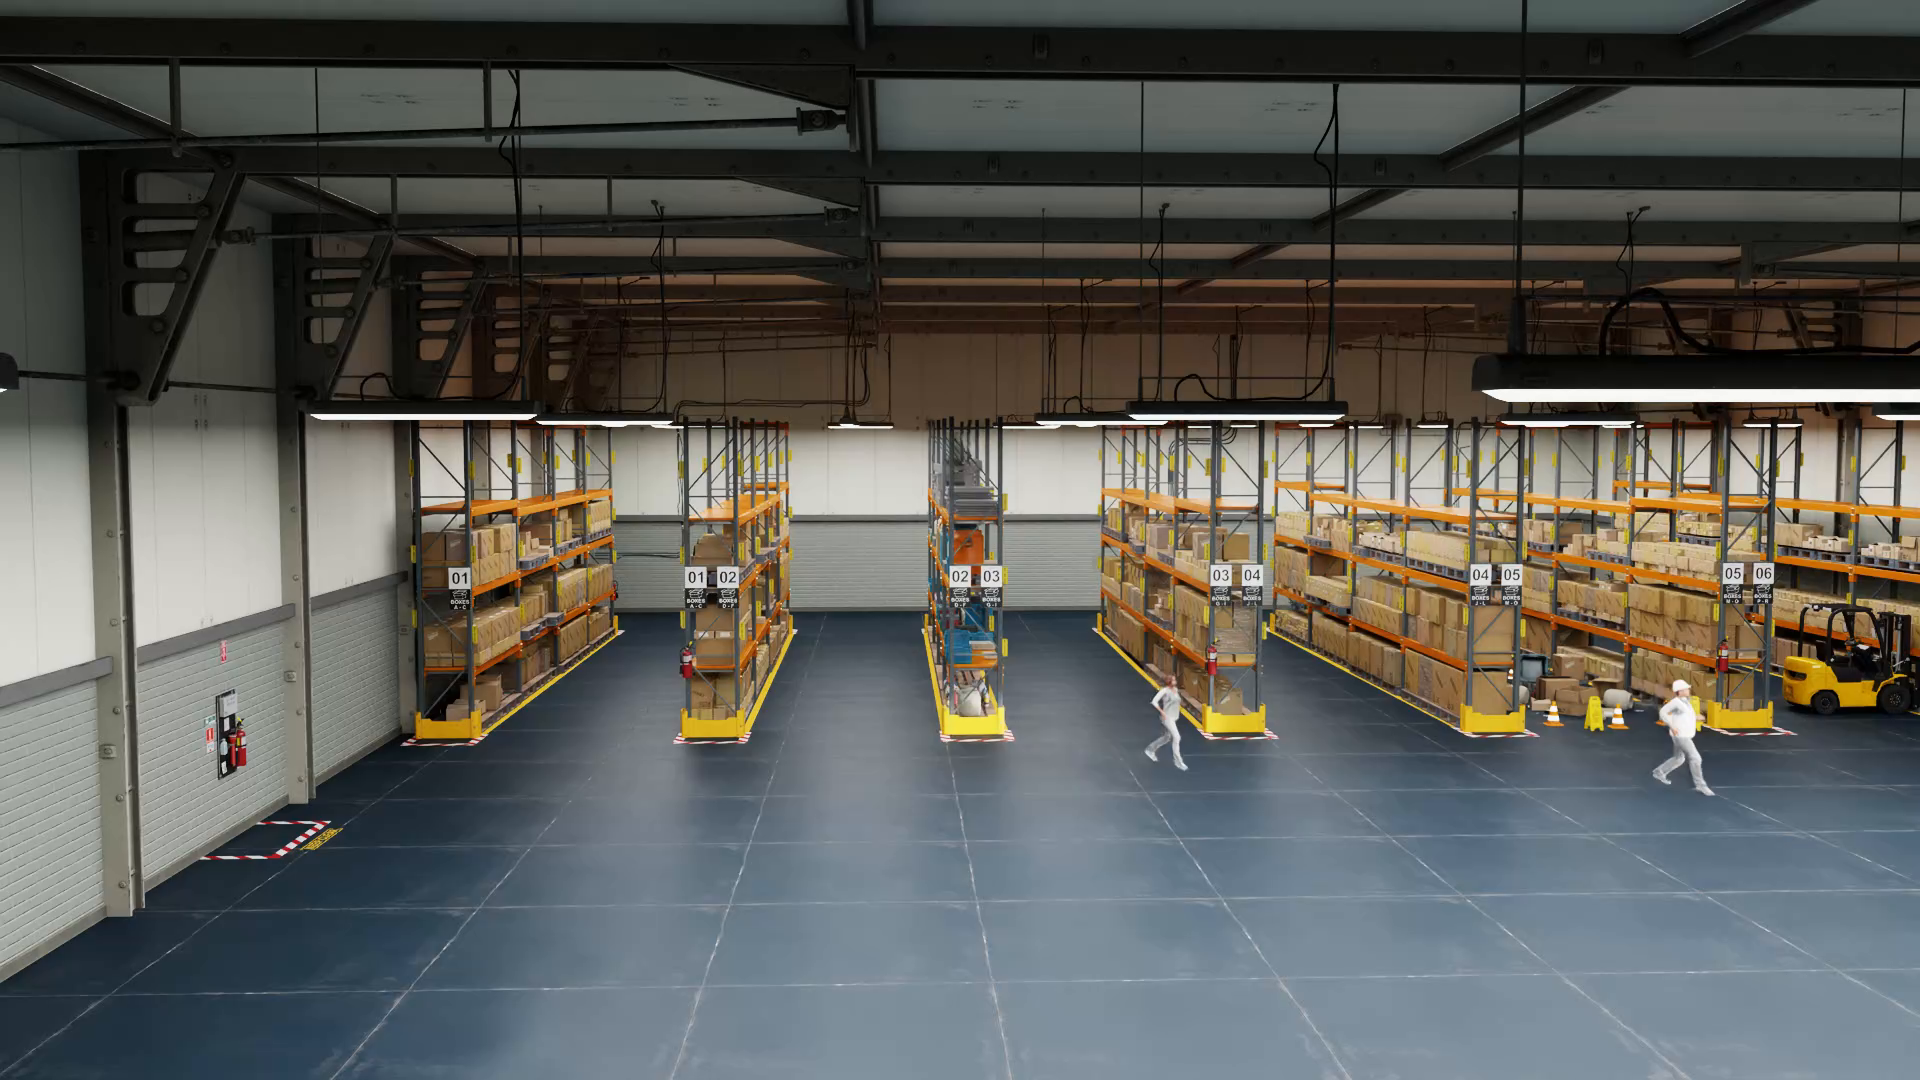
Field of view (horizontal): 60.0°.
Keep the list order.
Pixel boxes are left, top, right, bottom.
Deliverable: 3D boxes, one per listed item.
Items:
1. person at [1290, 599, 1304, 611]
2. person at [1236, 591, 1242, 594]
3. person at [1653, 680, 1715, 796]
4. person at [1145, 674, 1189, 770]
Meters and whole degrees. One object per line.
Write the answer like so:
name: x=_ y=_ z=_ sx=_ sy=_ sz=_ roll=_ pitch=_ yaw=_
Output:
person: x=10.043 y=1.658 z=49.114 sx=0.776 sy=1.742 sz=0.698 roll=0 pitch=4 yaw=2
person: x=7.747 y=1.827 z=46.406 sx=0.734 sy=1.843 sz=0.736 roll=1 pitch=4 yaw=13
person: x=11.505 y=3.115 z=26.397 sx=0.962 sy=1.774 sz=0.664 roll=3 pitch=4 yaw=34
person: x=3.539 y=3.072 z=28.343 sx=0.820 sy=1.613 sz=0.510 roll=2 pitch=4 yaw=33
